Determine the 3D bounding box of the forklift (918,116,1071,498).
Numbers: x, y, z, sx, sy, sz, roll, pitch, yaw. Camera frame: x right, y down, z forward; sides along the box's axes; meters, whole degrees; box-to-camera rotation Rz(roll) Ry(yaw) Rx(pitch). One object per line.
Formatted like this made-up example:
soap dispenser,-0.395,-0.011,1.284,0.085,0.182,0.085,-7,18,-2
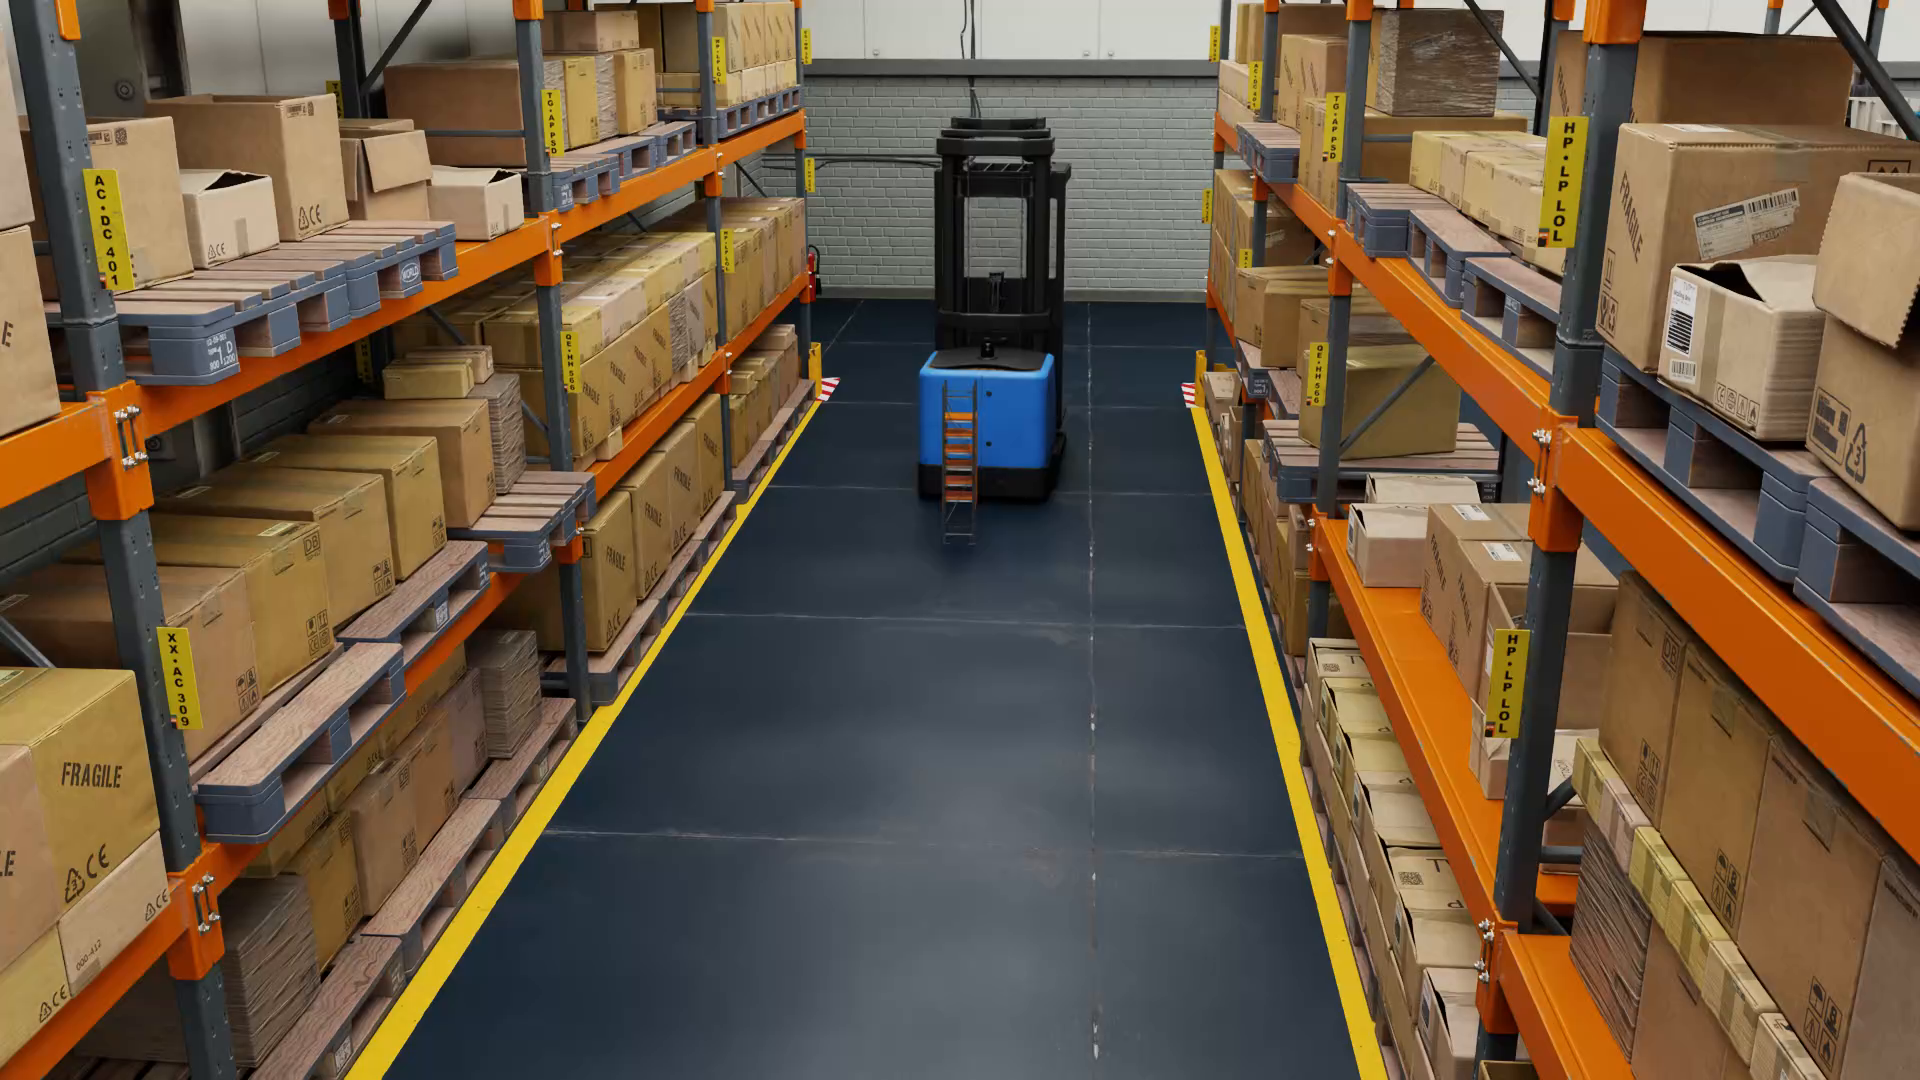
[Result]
forklift,0.362,-2.145,14.262,1.130,2.935,3.031,2,18,7

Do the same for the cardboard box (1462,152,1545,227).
cardboard box,2.311,-1.388,6.592,0.500,0.250,0.500,1,18,3

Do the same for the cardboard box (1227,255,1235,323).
cardboard box,2.496,-2.088,13.818,0.500,0.500,0.500,2,18,5

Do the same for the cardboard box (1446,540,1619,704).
cardboard box,2.218,0.320,6.469,0.500,0.500,0.500,1,18,4

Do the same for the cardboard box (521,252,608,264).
cardboard box,-2.650,-1.768,11.128,0.500,0.250,0.500,1,18,2

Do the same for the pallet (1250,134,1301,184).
pallet,2.458,-2.373,10.332,1.213,0.211,1.003,1,18,4

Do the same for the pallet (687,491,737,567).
pallet,-2.275,-0.103,12.398,1.003,0.211,1.213,1,18,4

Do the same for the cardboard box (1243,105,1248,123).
cardboard box,2.462,-3.226,12.874,0.500,0.250,0.500,1,18,4

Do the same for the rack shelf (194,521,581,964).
rack shelf,-2.725,0.536,7.125,1.077,0.370,4.000,1,18,4

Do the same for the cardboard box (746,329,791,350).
cardboard box,-1.804,-1.888,15.667,0.380,0.149,0.250,2,18,5

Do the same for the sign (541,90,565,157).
sign,-2.041,-2.085,8.322,0.100,0.325,0.005,1,18,4

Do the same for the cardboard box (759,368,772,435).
cardboard box,-2.061,-1.226,14.688,0.700,0.500,0.500,2,18,5

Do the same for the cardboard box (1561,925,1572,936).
cardboard box,2.392,1.487,5.908,0.500,0.311,0.500,1,18,3

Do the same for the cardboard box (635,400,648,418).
cardboard box,-2.228,-0.891,10.695,0.380,0.149,0.250,1,18,4

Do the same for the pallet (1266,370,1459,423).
pallet,2.494,-0.830,10.448,1.003,0.211,1.213,1,18,4

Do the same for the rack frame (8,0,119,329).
rack frame,-2.869,-2.035,4.183,1.000,3.000,0.127,1,18,4

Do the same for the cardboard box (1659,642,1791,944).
cardboard box,2.012,0.556,3.666,0.700,0.500,0.500,1,18,4

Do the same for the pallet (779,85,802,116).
pallet,-2.051,-4.064,15.334,1.003,0.211,1.213,1,18,4

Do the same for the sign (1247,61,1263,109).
sign,2.104,-3.241,11.848,0.100,0.325,0.005,1,18,4

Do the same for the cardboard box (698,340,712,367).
cardboard box,-2.031,-1.369,12.155,0.380,0.149,0.250,2,18,5

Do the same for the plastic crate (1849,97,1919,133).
plastic crate,7.406,-3.378,13.288,0.437,0.282,0.530,1,18,4

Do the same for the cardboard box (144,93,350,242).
cardboard box,-2.661,-1.408,6.251,0.500,0.500,0.500,1,18,2

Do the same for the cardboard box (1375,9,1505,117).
cardboard box,2.397,-2.401,8.349,0.500,0.500,0.500,1,18,4

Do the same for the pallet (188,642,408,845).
pallet,-2.669,0.672,5.862,1.003,0.211,1.213,1,18,4

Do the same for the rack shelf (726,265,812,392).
rack shelf,-2.152,-1.949,14.708,1.077,0.370,4.000,1,18,4

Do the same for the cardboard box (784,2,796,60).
cardboard box,-1.789,-4.636,15.138,0.500,0.500,0.500,1,18,4

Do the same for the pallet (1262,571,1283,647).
pallet,2.541,0.399,10.867,1.003,0.211,1.213,1,18,4

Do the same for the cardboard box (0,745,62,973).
cardboard box,-2.624,0.830,4.078,0.500,0.500,0.500,1,18,4

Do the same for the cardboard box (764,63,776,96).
cardboard box,-1.865,-3.956,14.267,0.500,0.250,0.500,1,18,2

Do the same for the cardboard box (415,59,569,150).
cardboard box,-2.619,-2.427,9.327,0.700,0.500,0.500,0,18,1

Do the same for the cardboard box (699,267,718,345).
cardboard box,-2.077,-1.719,12.180,0.500,0.500,0.500,1,18,3

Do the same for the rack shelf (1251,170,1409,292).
rack shelf,2.503,-2.022,10.115,1.077,0.370,4.000,1,18,4

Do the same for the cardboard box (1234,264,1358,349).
cardboard box,2.389,-1.665,11.851,0.700,0.500,0.500,-5,19,-15

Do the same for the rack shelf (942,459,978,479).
rack shelf,-0.001,-0.523,12.236,0.258,0.103,0.180,1,18,4

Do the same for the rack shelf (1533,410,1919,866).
rack shelf,1.929,0.462,2.533,1.077,0.370,4.000,1,18,4

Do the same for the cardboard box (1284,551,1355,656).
cardboard box,2.192,0.366,9.798,0.500,0.500,0.500,2,18,6

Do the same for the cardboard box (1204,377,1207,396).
cardboard box,2.542,-1.465,15.920,0.380,0.166,0.250,1,18,4

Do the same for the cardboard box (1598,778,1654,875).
cardboard box,1.842,0.726,4.187,0.380,0.149,0.250,2,18,5

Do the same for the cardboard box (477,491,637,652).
cardboard box,-2.398,0.170,9.866,0.750,0.750,0.750,1,18,3

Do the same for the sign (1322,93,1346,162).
sign,1.818,-2.001,8.066,0.100,0.325,0.005,1,18,4

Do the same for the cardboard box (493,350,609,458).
cardboard box,-2.292,-0.770,9.287,0.500,0.500,0.500,2,18,6

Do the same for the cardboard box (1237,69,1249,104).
cardboard box,2.488,-3.619,13.271,0.500,0.250,0.500,1,18,4

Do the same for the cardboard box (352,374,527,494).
cardboard box,-2.606,-0.537,8.378,0.700,0.500,0.500,-1,18,-3

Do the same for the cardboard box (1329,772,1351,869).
cardboard box,1.963,1.263,7.491,0.500,0.250,0.500,1,18,2

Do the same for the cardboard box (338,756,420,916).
cardboard box,-2.769,1.246,7.111,0.700,0.500,0.500,1,18,5

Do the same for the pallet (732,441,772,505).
pallet,-2.163,-0.579,13.850,1.003,0.211,1.213,1,18,4

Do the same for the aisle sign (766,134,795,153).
aisle sign,-1.704,-4.163,16.134,0.394,0.787,0.004,1,18,4

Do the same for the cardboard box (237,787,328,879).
cardboard box,-2.804,1.072,6.438,0.500,0.250,0.500,1,18,3

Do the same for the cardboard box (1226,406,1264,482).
cardboard box,2.404,-0.764,13.246,0.500,0.500,0.500,1,18,4

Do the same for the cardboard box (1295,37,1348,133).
cardboard box,2.511,-2.917,10.695,0.600,0.600,0.600,1,18,3

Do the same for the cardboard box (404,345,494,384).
cardboard box,-2.577,-0.884,8.394,0.380,0.149,0.250,-1,18,-3

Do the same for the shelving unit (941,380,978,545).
shelving unit,-0.001,-0.566,12.222,0.258,1.200,0.189,1,18,4

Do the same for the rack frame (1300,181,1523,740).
rack frame,2.359,-0.317,8.575,1.000,3.000,0.127,1,18,4

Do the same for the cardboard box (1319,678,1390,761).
cardboard box,2.000,0.843,7.875,0.500,0.311,0.500,1,18,3

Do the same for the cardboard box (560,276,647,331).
cardboard box,-2.222,-1.439,10.123,0.500,0.250,0.500,1,18,4

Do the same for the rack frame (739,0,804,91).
rack frame,-2.008,-5.762,15.557,1.000,3.000,0.127,1,18,4

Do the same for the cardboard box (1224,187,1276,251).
cardboard box,2.532,-2.717,14.132,0.500,0.500,0.500,1,18,3
